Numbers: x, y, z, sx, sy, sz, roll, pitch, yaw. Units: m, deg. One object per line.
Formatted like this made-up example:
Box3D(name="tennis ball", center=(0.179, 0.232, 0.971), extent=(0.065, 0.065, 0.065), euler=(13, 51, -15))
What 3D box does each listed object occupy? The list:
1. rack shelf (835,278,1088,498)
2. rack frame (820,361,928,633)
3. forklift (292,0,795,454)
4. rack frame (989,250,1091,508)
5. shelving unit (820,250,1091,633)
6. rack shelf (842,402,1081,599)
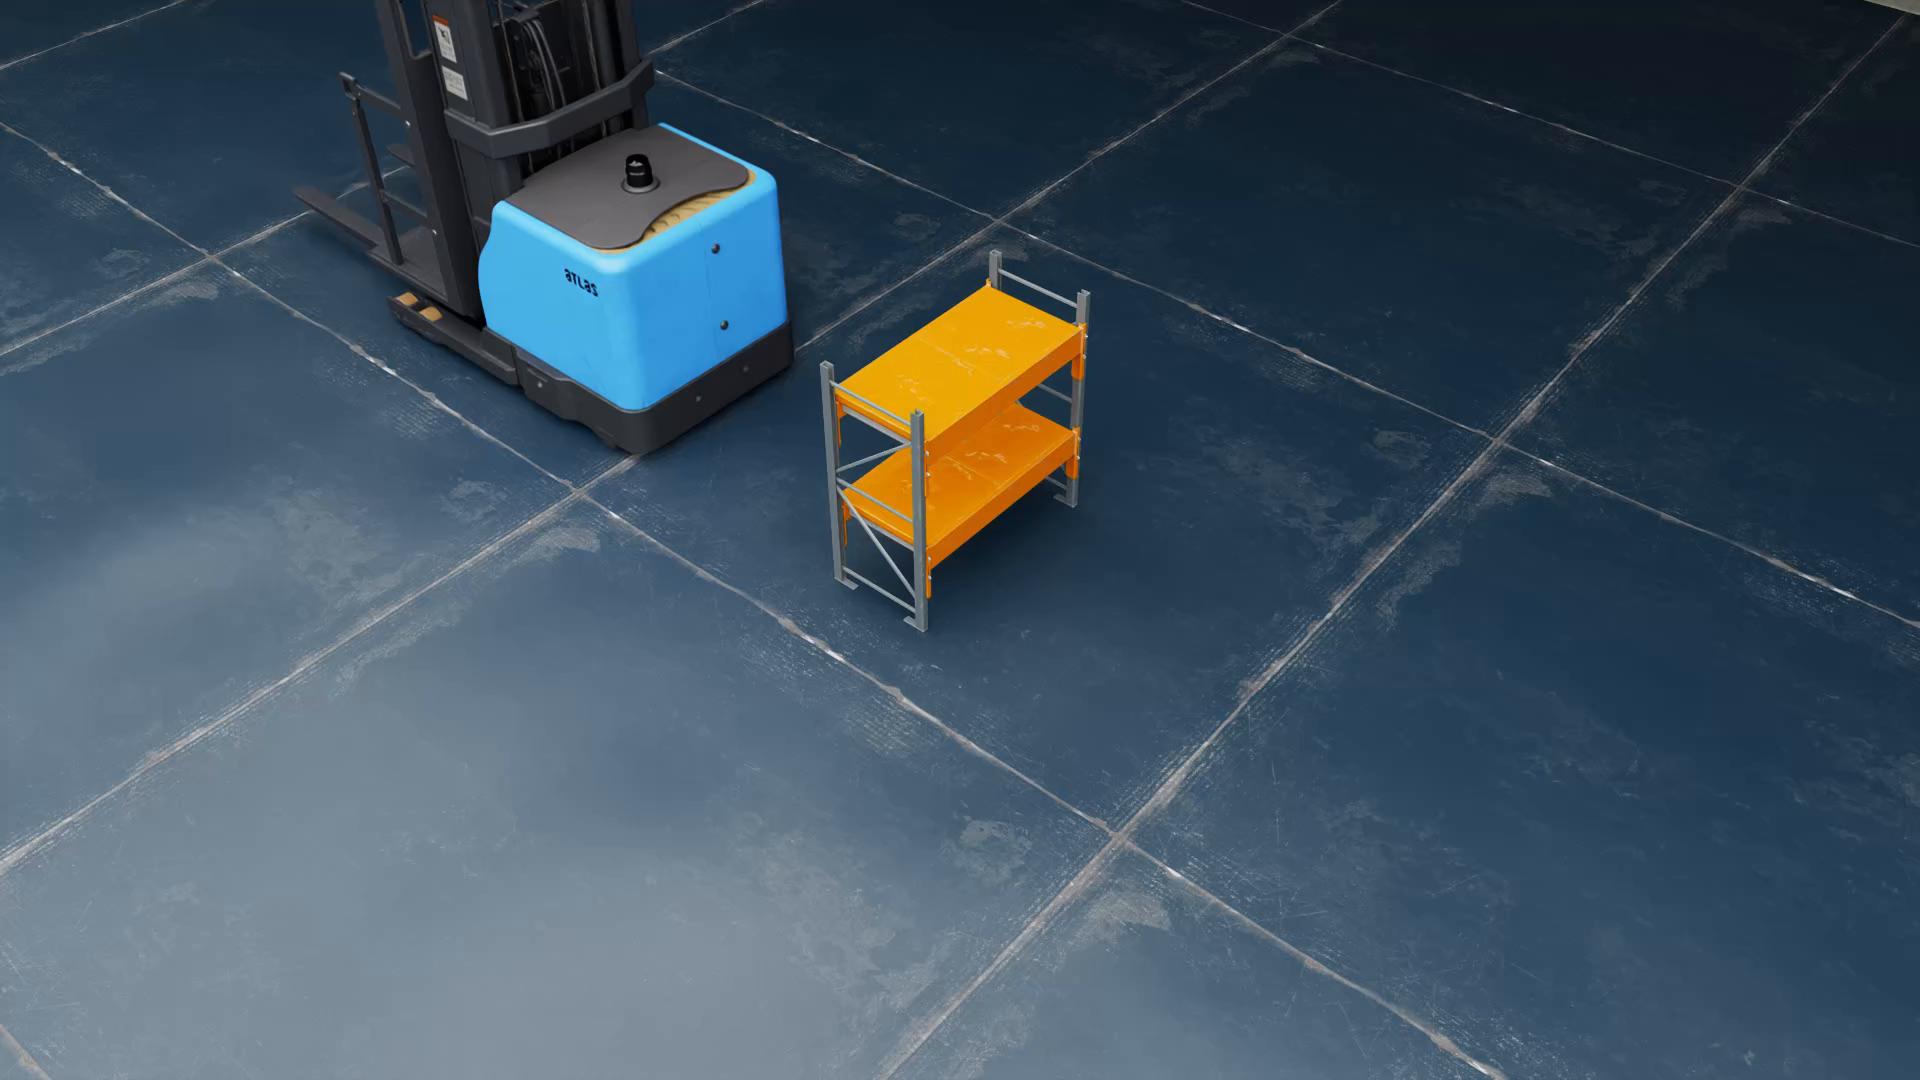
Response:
Box3D(name="rack shelf", center=(-0.004, -0.629, 6.671), extent=(0.538, 0.278, 1.000), euler=(29, 50, 28))
Box3D(name="rack frame", center=(-0.332, -0.151, 6.580), extent=(0.500, 1.125, 0.032), euler=(29, 50, 28))
Box3D(name="forklift", center=(-2.256, -2.325, 7.629), extent=(3.031, 2.935, 1.130), euler=(30, 50, 29))
Box3D(name="rack frame", center=(0.323, -0.674, 7.156), extent=(0.500, 1.125, 0.032), euler=(29, 50, 28))
Box3D(name="shelving unit", center=(-0.004, -0.413, 6.868), extent=(0.538, 1.125, 1.048), euler=(29, 50, 28))
Box3D(name="rack shelf", center=(-0.004, -0.232, 7.032), extent=(0.538, 0.278, 1.000), euler=(29, 50, 28))
